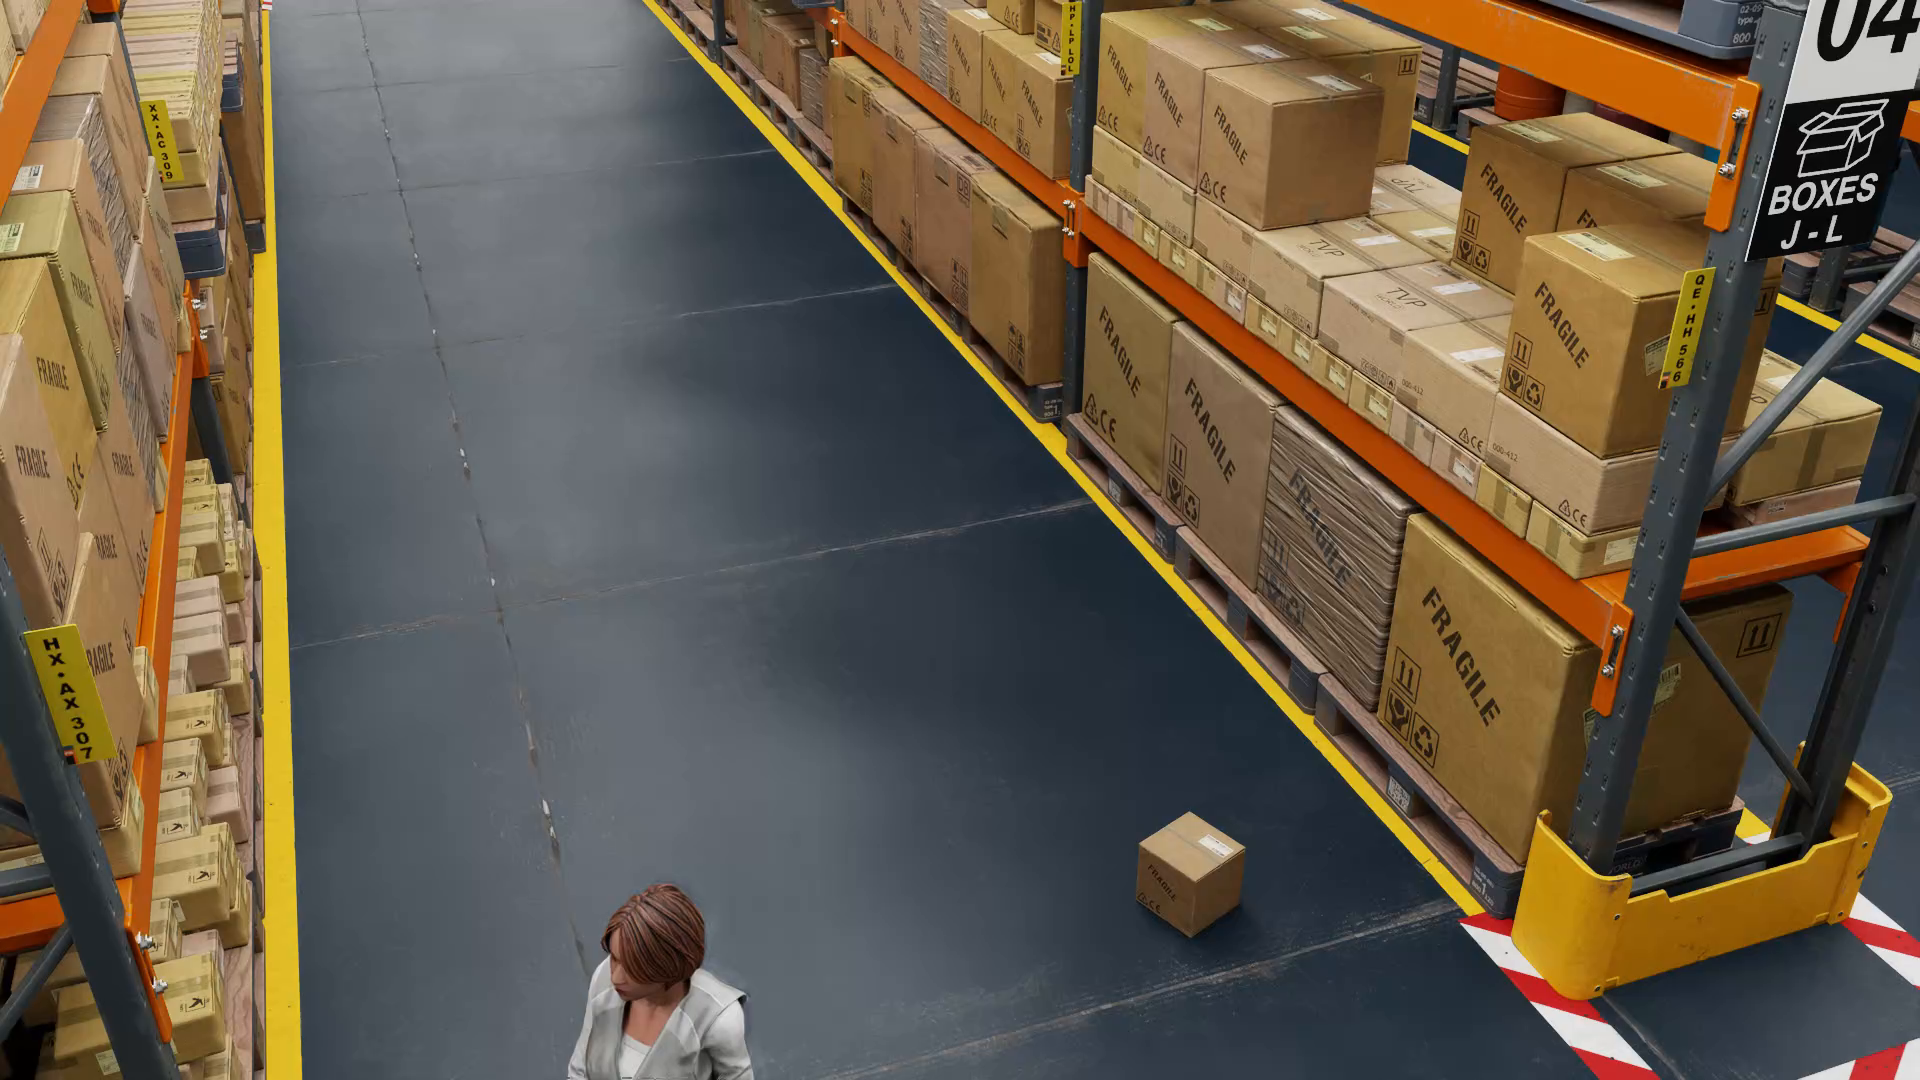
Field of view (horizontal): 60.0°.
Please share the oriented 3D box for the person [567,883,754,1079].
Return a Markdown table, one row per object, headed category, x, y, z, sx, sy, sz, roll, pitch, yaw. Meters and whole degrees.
| category | x | y | z | sx | sy | sz | roll | pitch | yaw |
| --- | --- | --- | --- | --- | --- | --- | --- | --- | --- |
| person | -0.658 | 1.384 | 3.757 | 0.427 | 1.543 | 0.952 | 18 | 35 | 28 |
